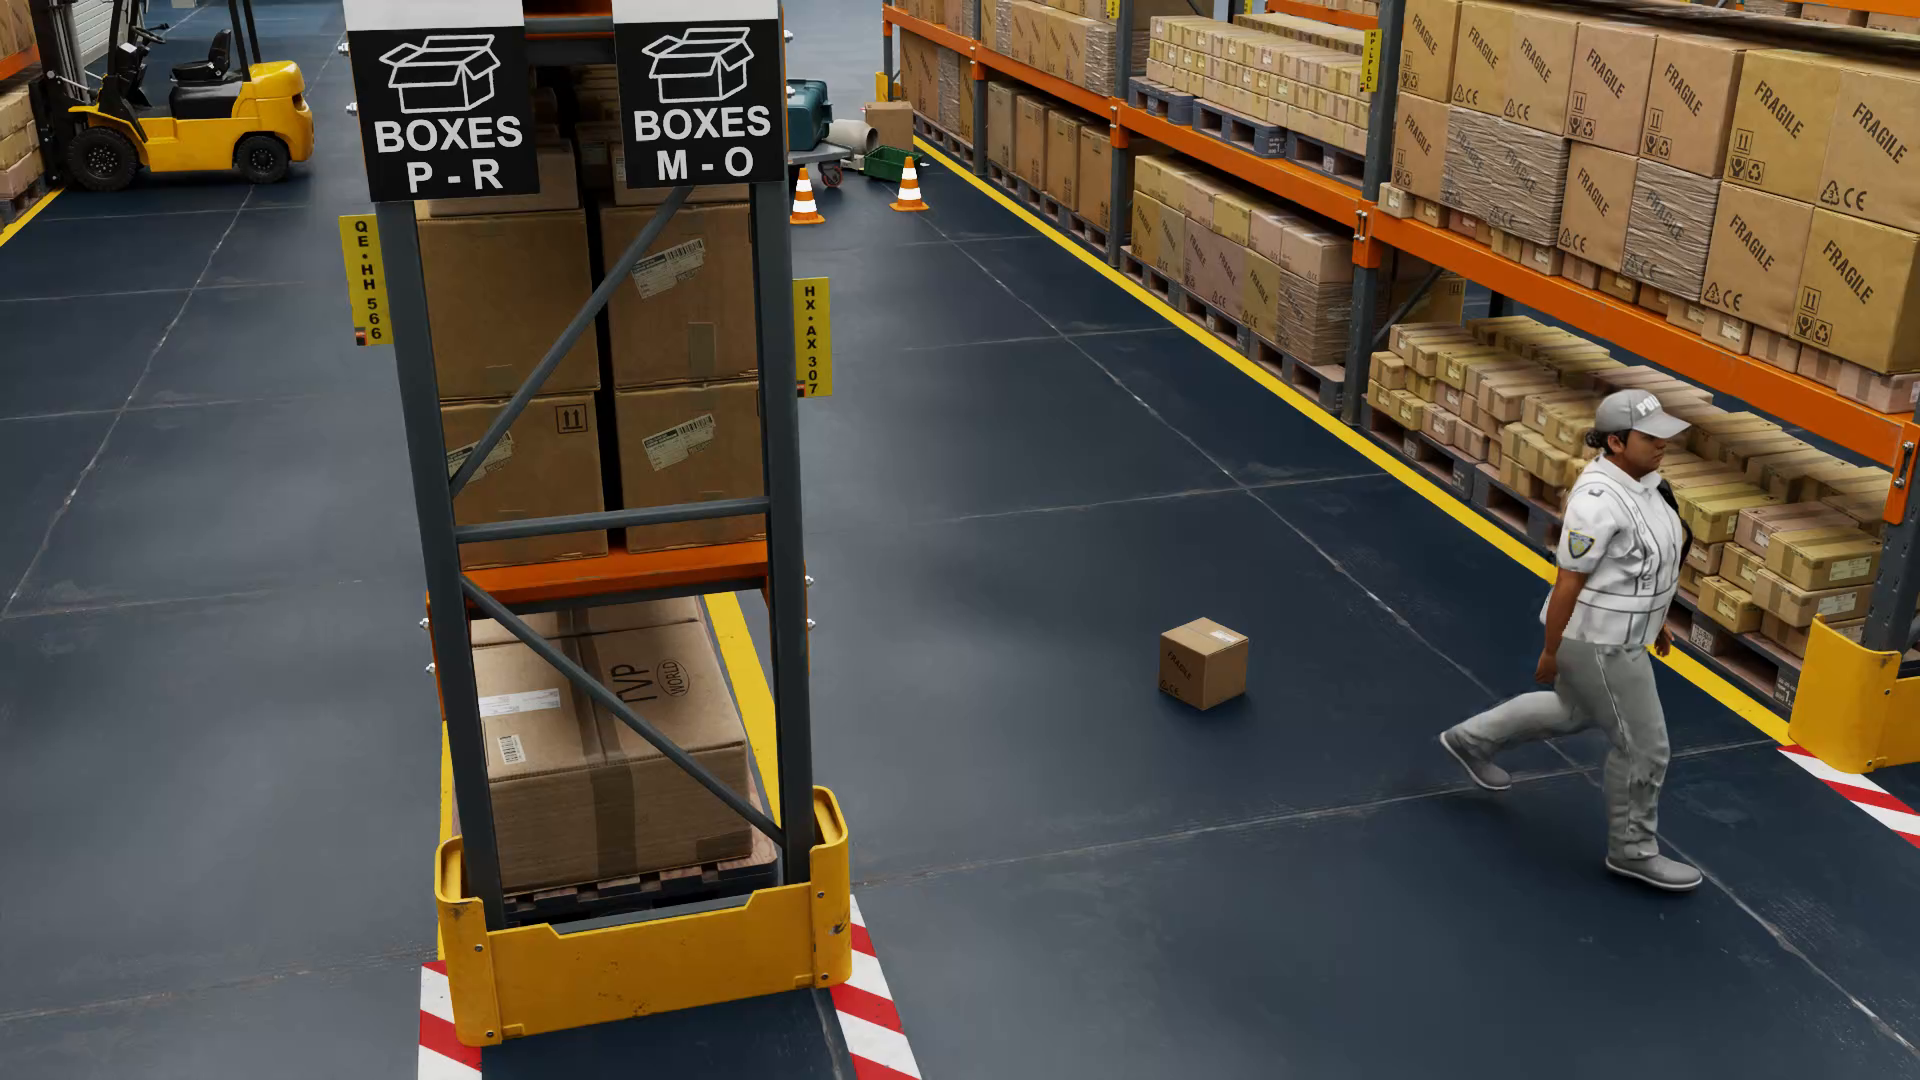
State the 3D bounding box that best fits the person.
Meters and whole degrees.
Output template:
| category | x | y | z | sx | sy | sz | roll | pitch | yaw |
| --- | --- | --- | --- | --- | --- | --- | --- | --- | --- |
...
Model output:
| category | x | y | z | sx | sy | sz | roll | pitch | yaw |
| --- | --- | --- | --- | --- | --- | --- | --- | --- | --- |
| person | 2.078 | 0.277 | 5.424 | 0.931 | 1.616 | 0.473 | 14 | 27 | 30 |
